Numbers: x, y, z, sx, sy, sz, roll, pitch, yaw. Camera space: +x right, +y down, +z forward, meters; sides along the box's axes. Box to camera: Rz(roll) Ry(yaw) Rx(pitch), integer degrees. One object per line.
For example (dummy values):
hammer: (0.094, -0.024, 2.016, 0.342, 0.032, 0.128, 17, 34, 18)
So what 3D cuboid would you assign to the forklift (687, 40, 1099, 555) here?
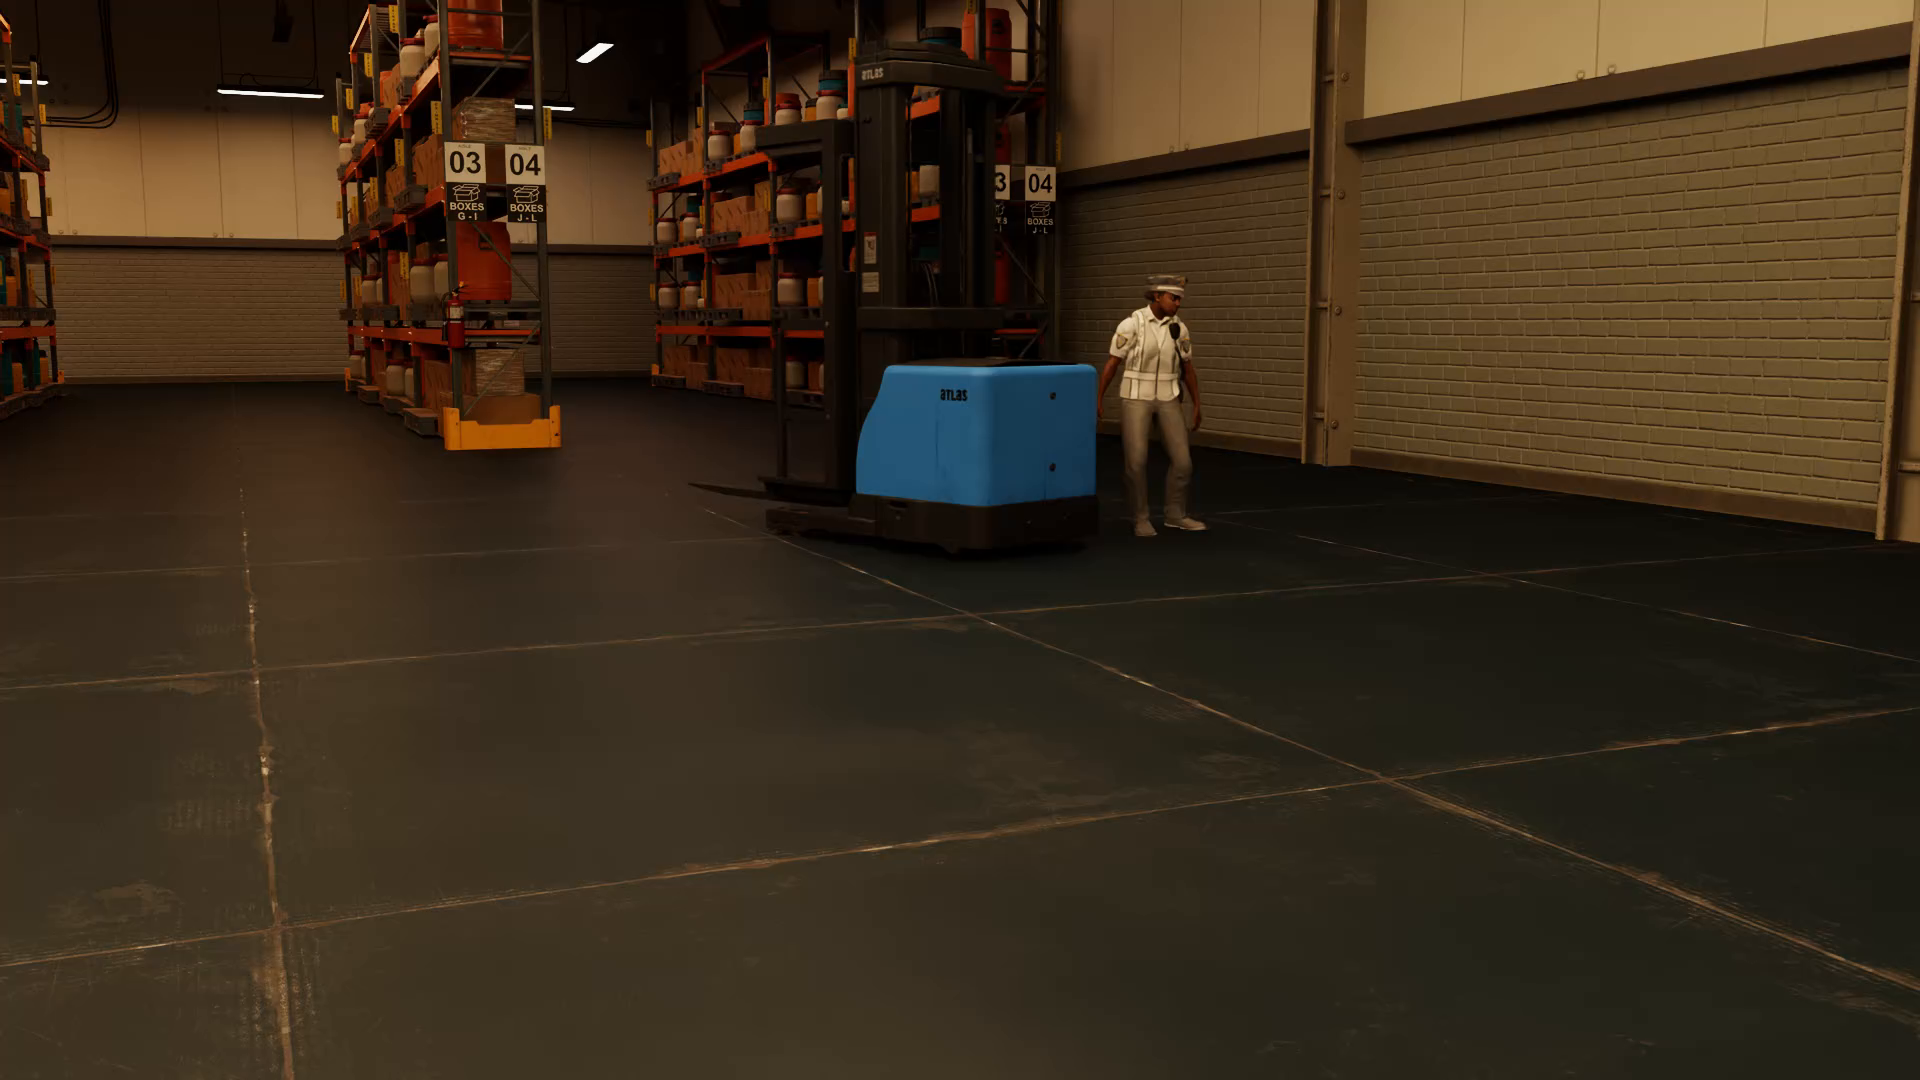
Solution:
forklift: (-0.573, -1.511, 10.404, 1.130, 2.935, 3.031, -7, 10, -44)

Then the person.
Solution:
person: (1.212, -0.838, 10.402, 0.748, 1.627, 0.461, -2, 8, -12)
